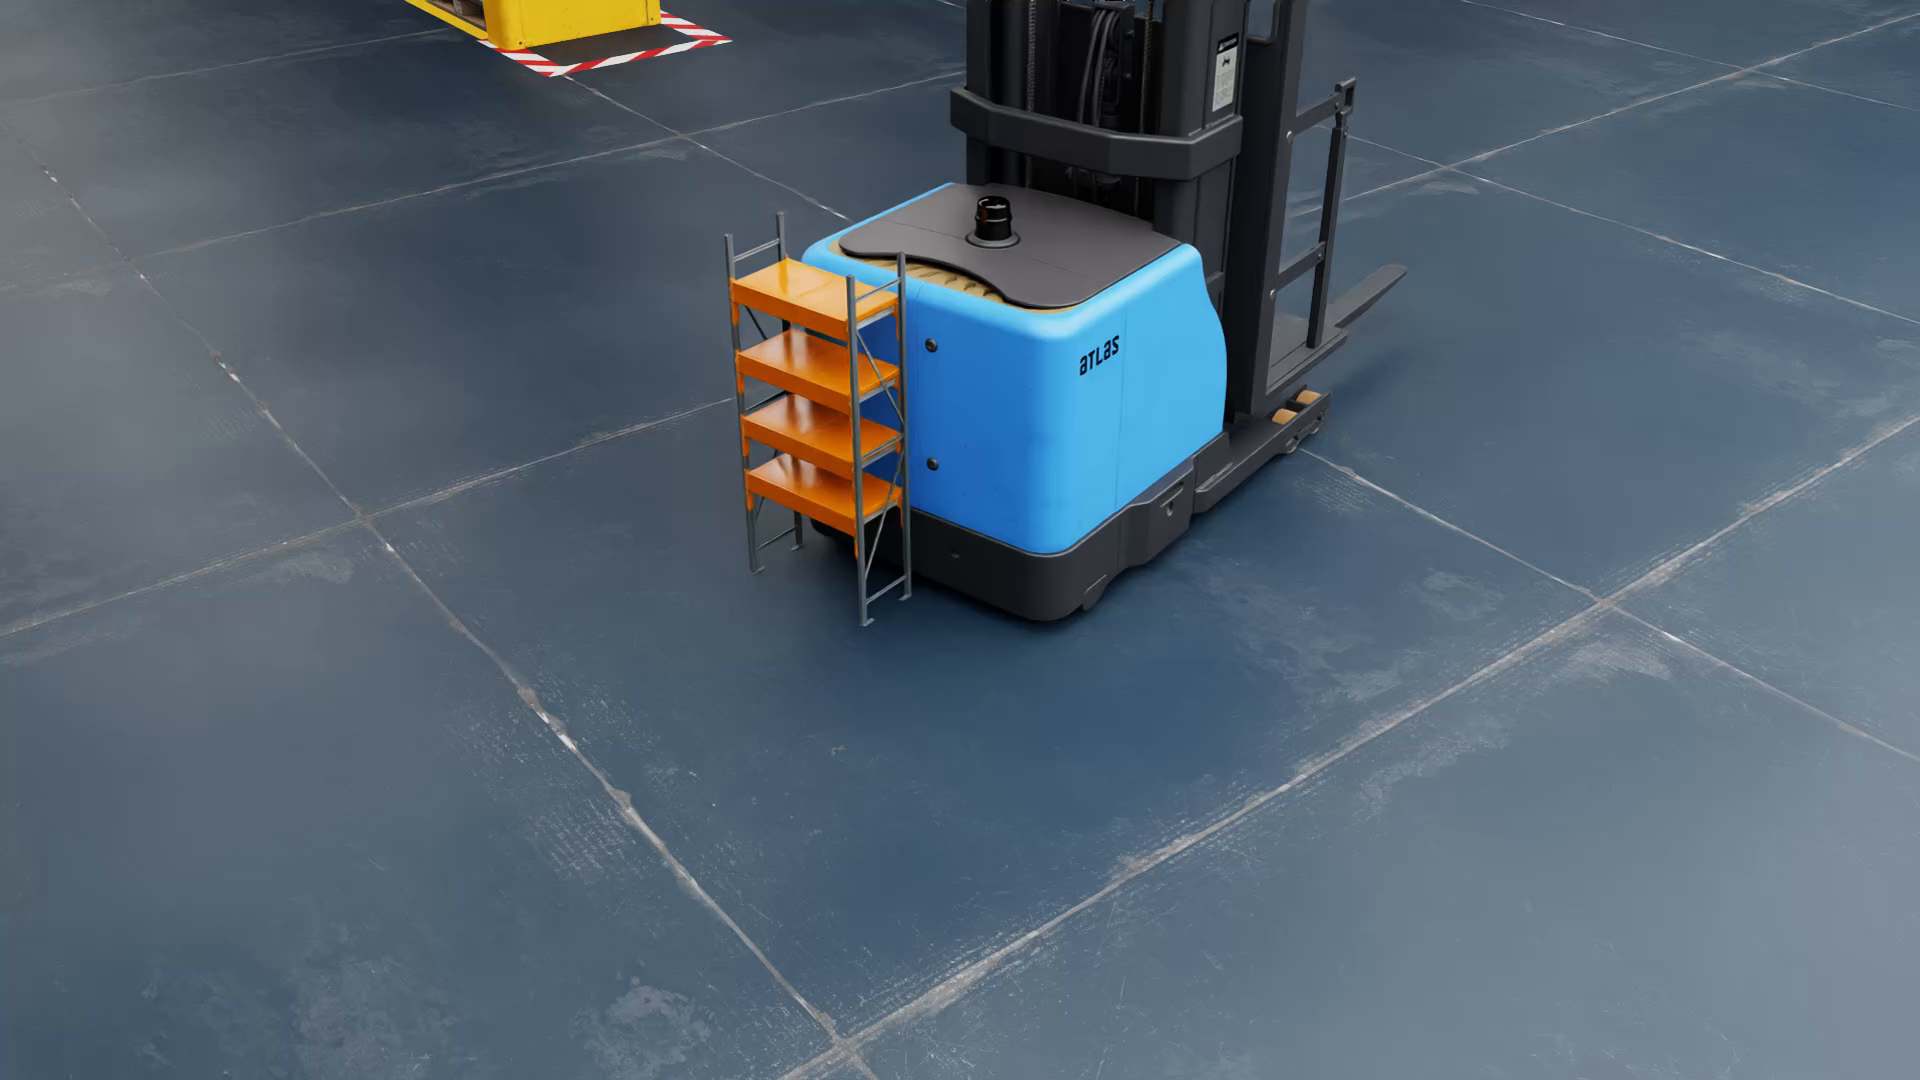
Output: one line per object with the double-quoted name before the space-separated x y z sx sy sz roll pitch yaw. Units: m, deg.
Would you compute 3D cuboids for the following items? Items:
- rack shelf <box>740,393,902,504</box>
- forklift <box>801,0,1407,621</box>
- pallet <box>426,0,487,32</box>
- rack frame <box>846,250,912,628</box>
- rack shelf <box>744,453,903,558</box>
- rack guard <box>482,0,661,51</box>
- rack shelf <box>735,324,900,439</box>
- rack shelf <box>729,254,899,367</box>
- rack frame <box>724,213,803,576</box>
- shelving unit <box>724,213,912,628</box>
"rack shelf" -0.429 -0.303 5.228 0.480 0.148 0.258 23 39 32
"forklift" 0.773 -1.711 5.727 1.130 2.935 3.031 22 38 31
"pallet" -3.106 -3.894 11.819 1.003 0.211 1.213 -22 38 -31
"rack frame" -0.239 -0.280 5.063 0.015 1.200 0.240 23 39 32
"rack shelf" -0.429 -0.135 5.333 0.480 0.148 0.258 23 39 32
"rack guard" -2.612 -3.676 11.195 1.175 0.500 0.348 -22 38 -31
"rack shelf" -0.430 -0.493 5.110 0.480 0.148 0.258 23 39 32
"rack shelf" -0.430 -0.694 4.985 0.480 0.148 0.258 23 39 32
"rack frame" -0.620 -0.441 5.323 0.015 1.200 0.240 23 39 32
"shelving unit" -0.430 -0.360 5.193 0.503 1.200 0.258 23 39 32
